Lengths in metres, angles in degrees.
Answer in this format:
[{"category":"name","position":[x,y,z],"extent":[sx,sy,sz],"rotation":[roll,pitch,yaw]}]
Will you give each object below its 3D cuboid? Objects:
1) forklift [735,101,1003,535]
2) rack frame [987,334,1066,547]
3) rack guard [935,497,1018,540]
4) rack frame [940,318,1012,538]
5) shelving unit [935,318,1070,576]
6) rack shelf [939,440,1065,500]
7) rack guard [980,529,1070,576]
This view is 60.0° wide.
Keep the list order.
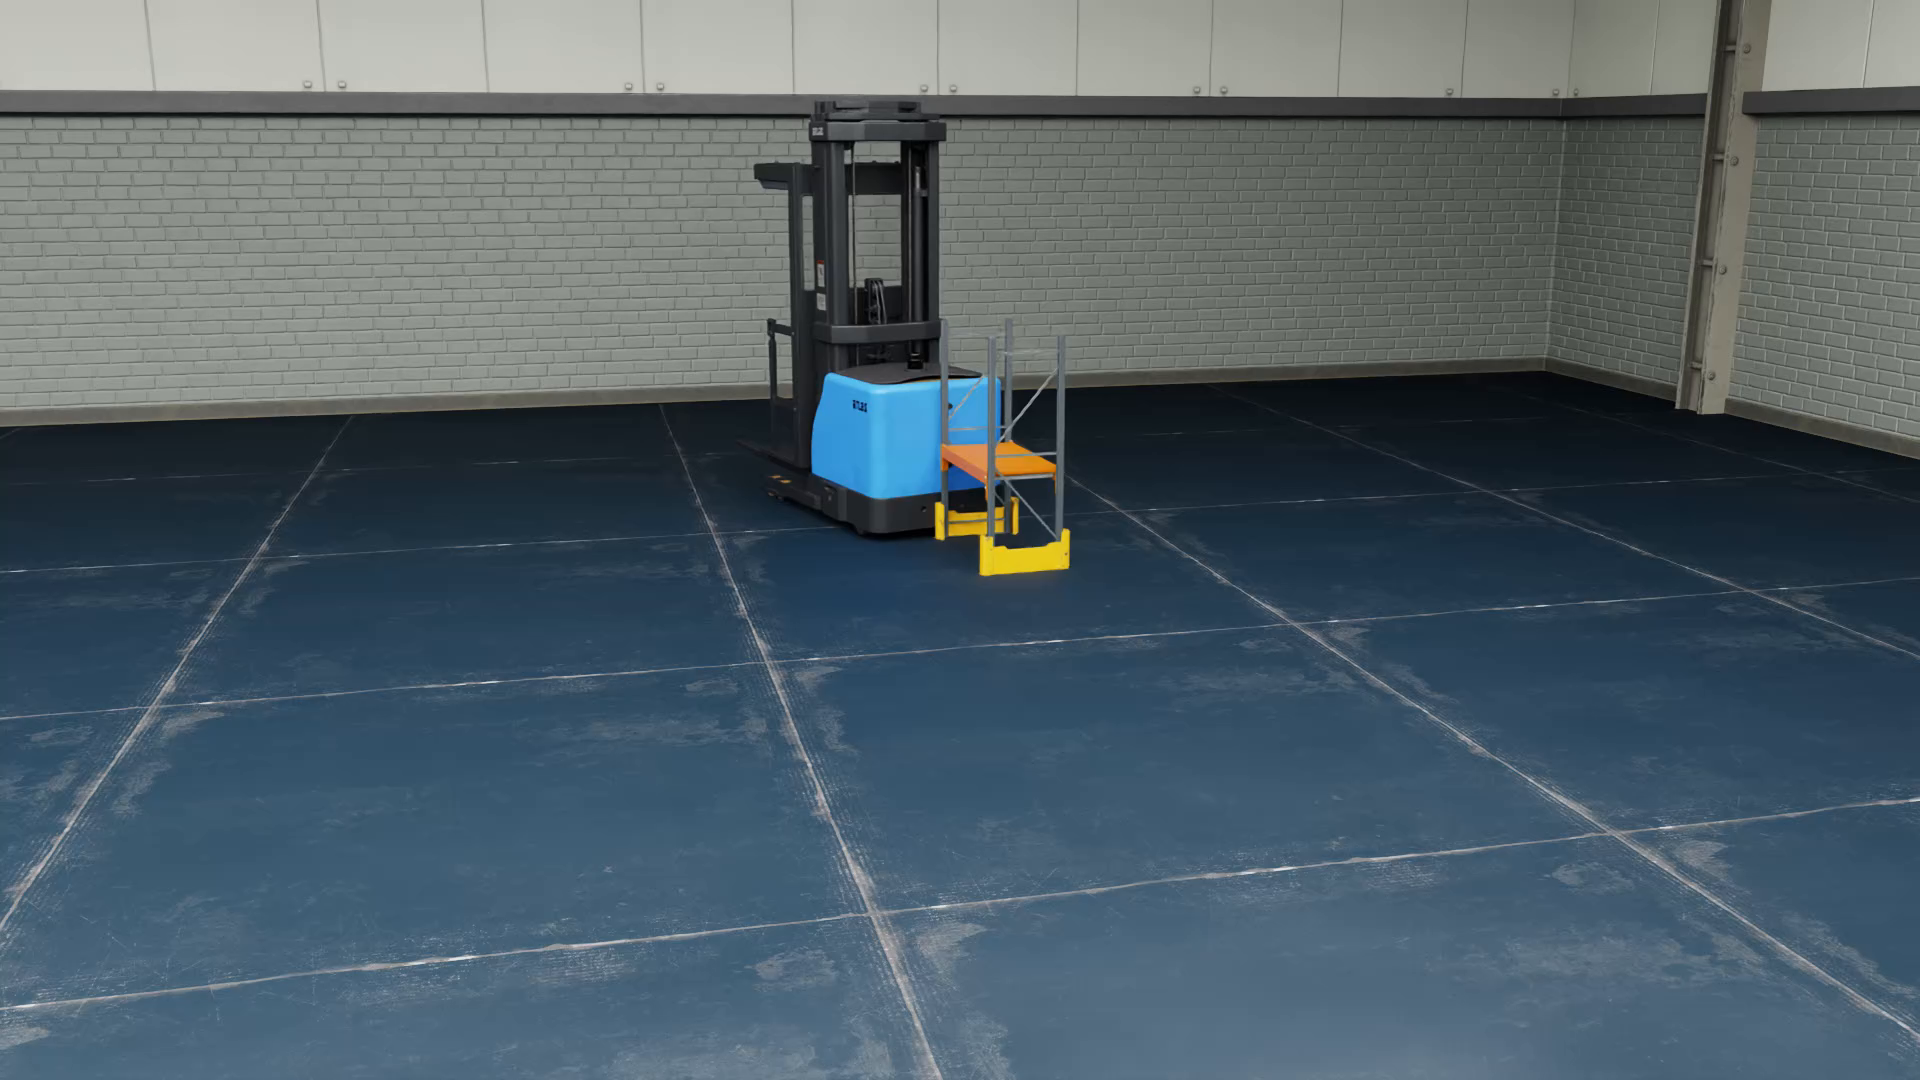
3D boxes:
[{"category":"forklift","position":[-0.852,-1.763,12.468],"extent":[1.130,2.935,3.031],"rotation":[-7,16,-28]},{"category":"rack frame","position":[0.414,-0.530,10.437],"extent":[0.500,1.500,0.032],"rotation":[-4,14,-17]},{"category":"rack guard","position":[0.118,-0.149,11.510],"extent":[0.587,0.250,0.087],"rotation":[-4,14,-17]},{"category":"rack frame","position":[0.112,-0.761,11.380],"extent":[0.500,1.500,0.032],"rotation":[-4,14,-17]},{"category":"shelving unit","position":[0.266,-0.643,10.900],"extent":[0.587,1.500,1.083],"rotation":[-4,14,-17]},{"category":"rack shelf","position":[0.263,-0.471,10.951],"extent":[0.538,0.185,1.000],"rotation":[-4,14,-17]},{"category":"rack guard","position":[0.413,0.077,10.586],"extent":[0.587,0.250,0.087],"rotation":[-4,14,-17]}]
